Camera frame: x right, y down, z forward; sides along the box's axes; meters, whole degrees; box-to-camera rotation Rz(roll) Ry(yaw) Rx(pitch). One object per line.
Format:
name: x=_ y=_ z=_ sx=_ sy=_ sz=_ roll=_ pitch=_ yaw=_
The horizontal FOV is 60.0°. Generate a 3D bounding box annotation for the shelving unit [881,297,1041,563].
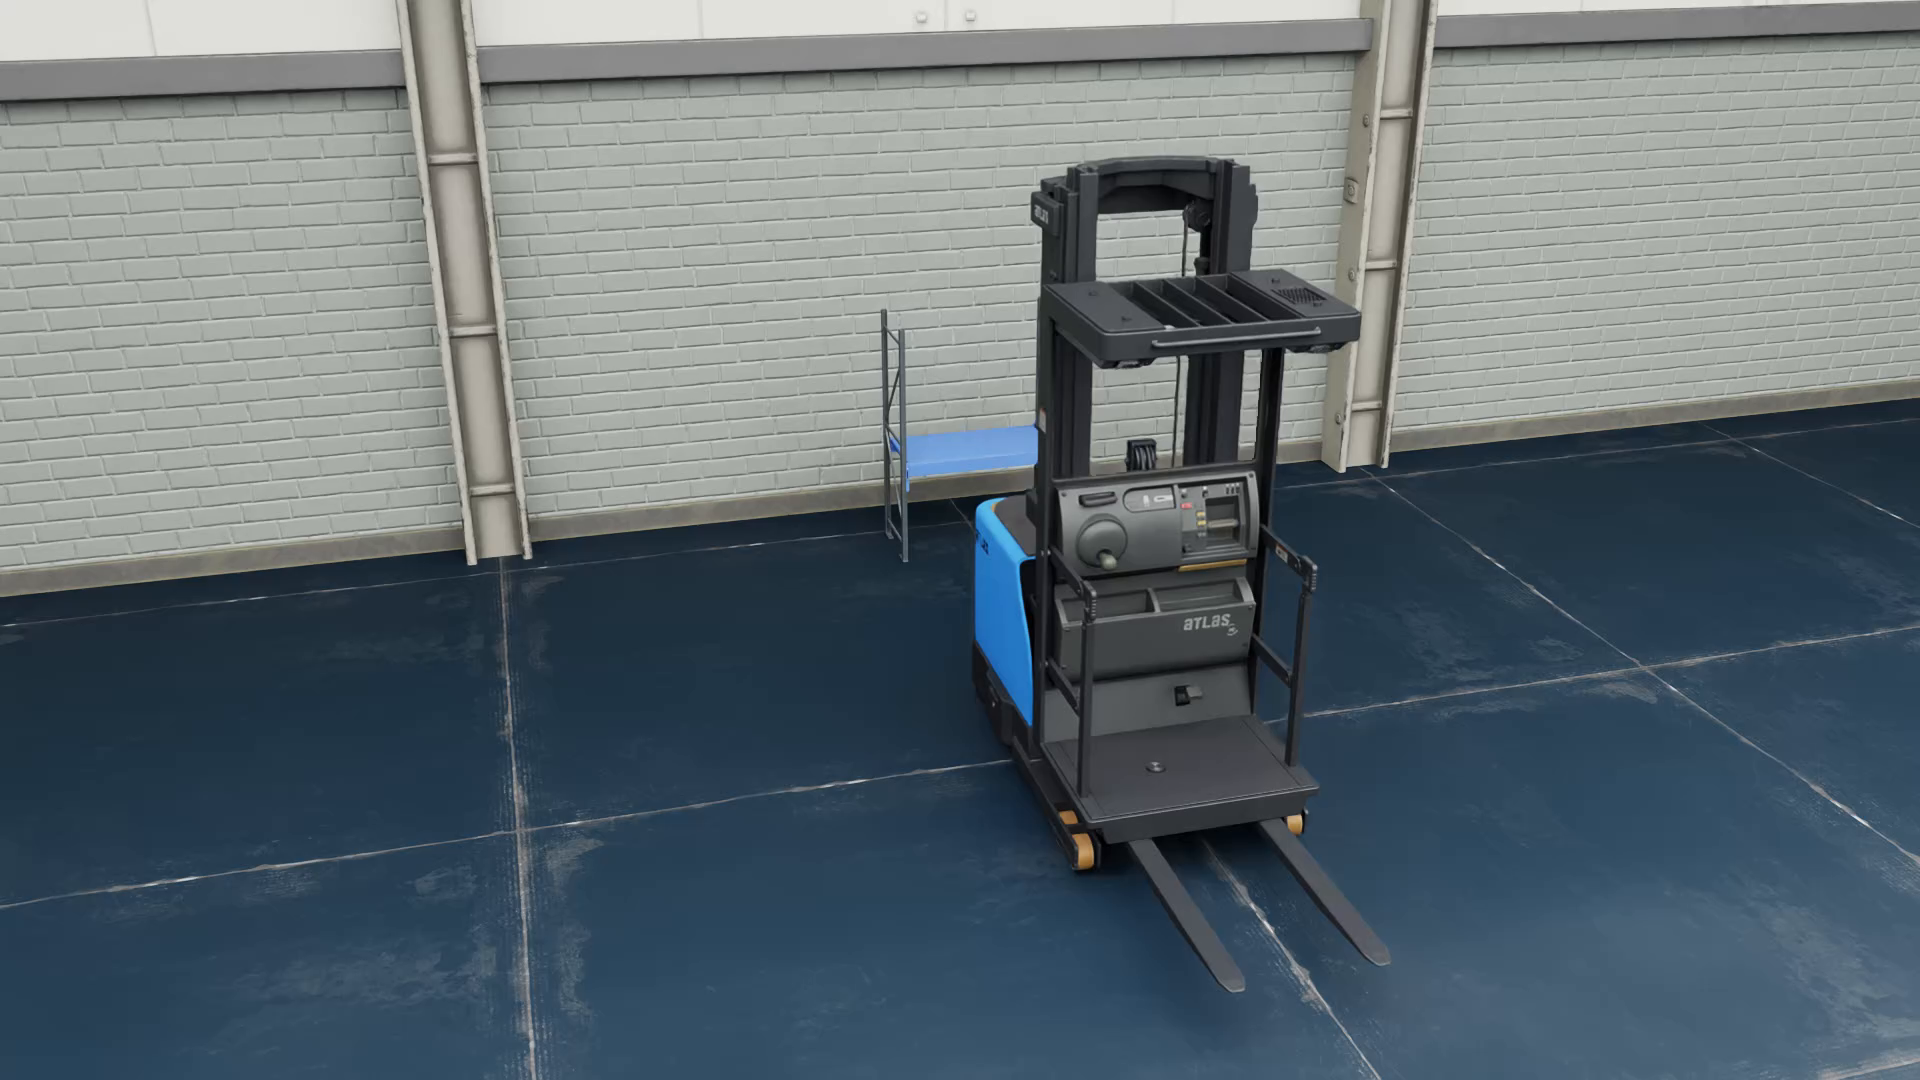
shelving unit: x=0.082 y=-0.698 z=10.475 sx=1.048 sy=1.500 sz=0.538 roll=-6 pitch=24 yaw=-14

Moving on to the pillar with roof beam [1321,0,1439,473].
pillar with roof beam: x=4.015 y=-3.061 z=6.472 sx=0.400 sy=9.000 sz=9.100 roll=-6 pitch=24 yaw=-14

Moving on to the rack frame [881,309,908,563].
rack frame: x=-0.407 y=-0.644 z=10.349 sx=0.032 sy=1.500 sz=0.500 roll=-6 pitch=24 yaw=-14

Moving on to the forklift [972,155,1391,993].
forklift: x=0.942 y=-0.056 z=7.165 sx=1.130 sy=2.935 sz=3.031 roll=-6 pitch=24 yaw=-14

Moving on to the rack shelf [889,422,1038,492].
rack shelf: x=0.082 y=-0.533 z=10.546 sx=1.000 sy=0.185 sz=0.538 roll=-6 pitch=24 yaw=-14

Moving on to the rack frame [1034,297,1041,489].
rack frame: x=0.572 y=-0.752 z=10.602 sx=0.032 sy=1.500 sz=0.500 roll=-6 pitch=24 yaw=-14

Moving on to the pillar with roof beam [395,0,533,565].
pillar with roof beam: x=-1.762 y=-2.422 z=4.983 sx=0.400 sy=9.000 sz=9.100 roll=-6 pitch=24 yaw=-14
